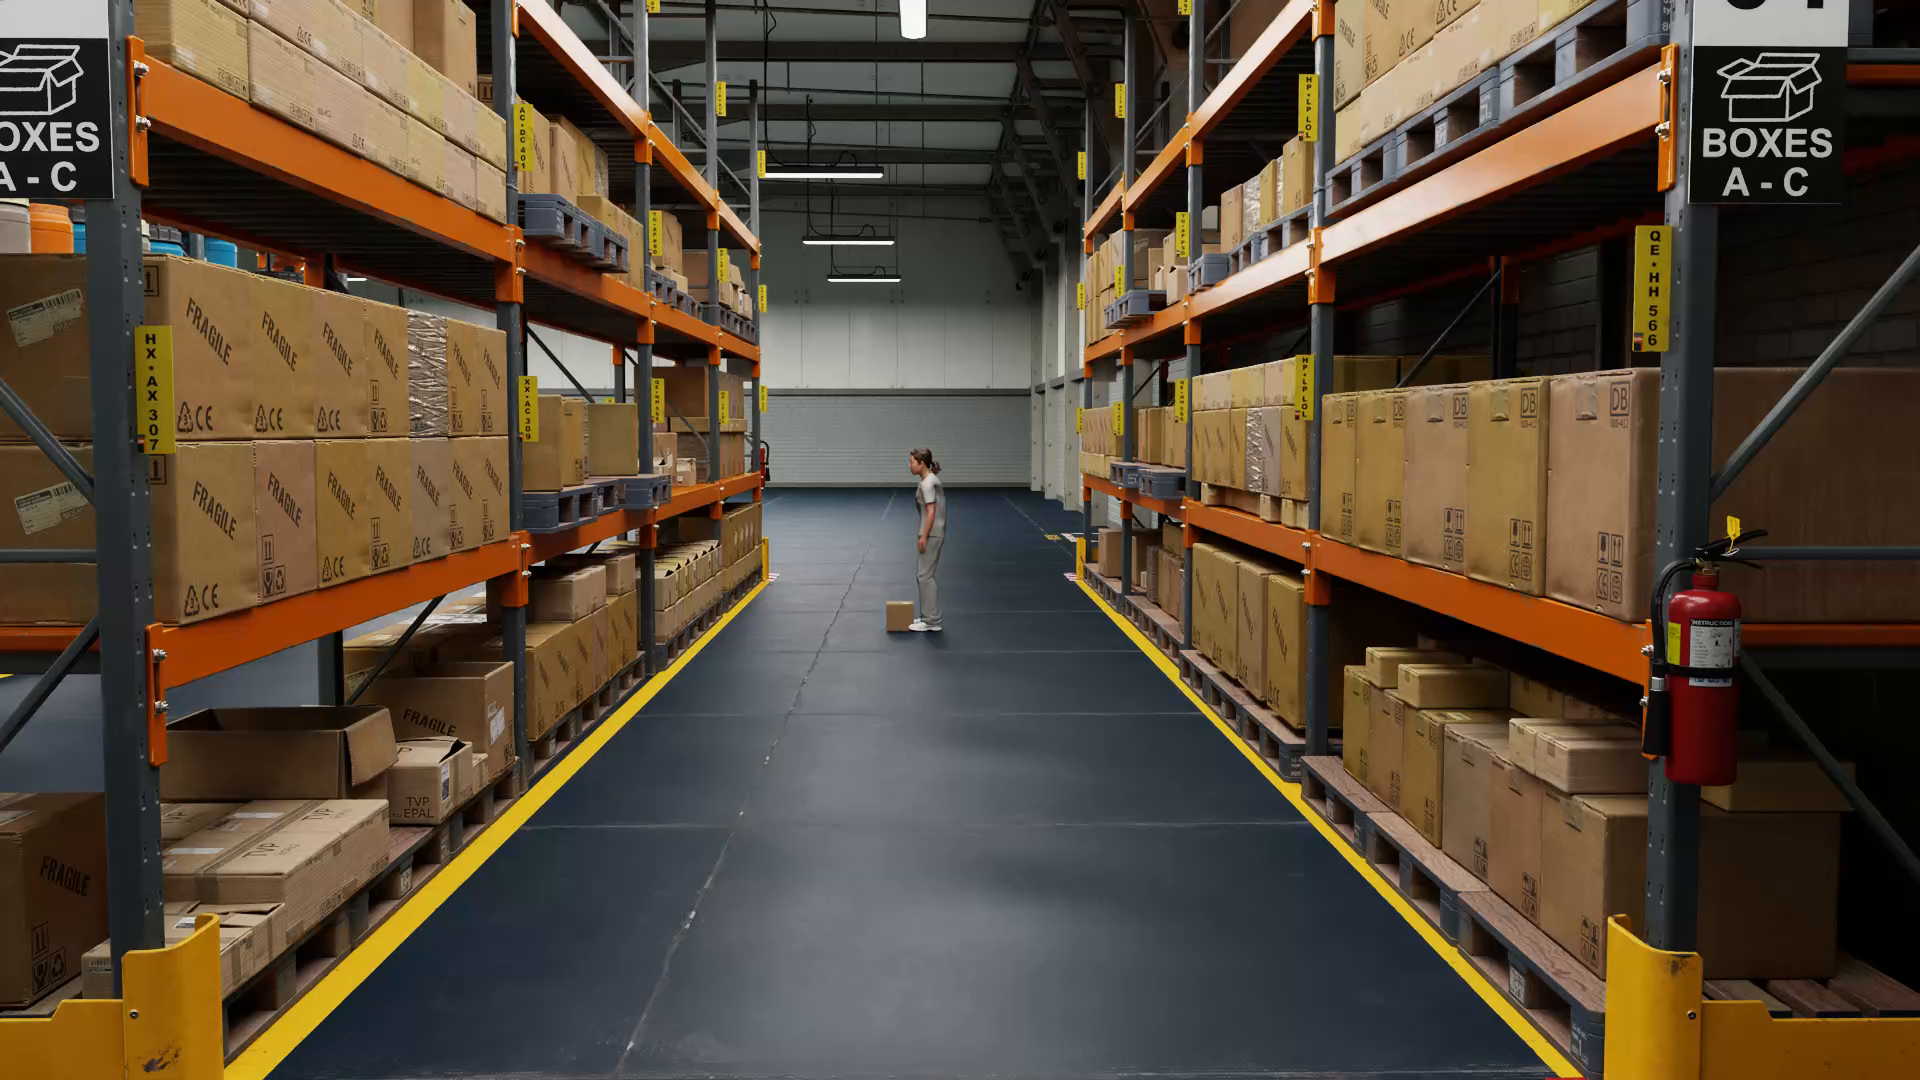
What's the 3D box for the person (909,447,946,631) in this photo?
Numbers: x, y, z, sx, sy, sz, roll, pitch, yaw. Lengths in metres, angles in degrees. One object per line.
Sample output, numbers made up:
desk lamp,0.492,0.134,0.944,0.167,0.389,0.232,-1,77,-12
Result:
person,-0.303,-0.015,15.169,0.357,1.673,0.486,0,4,-1
